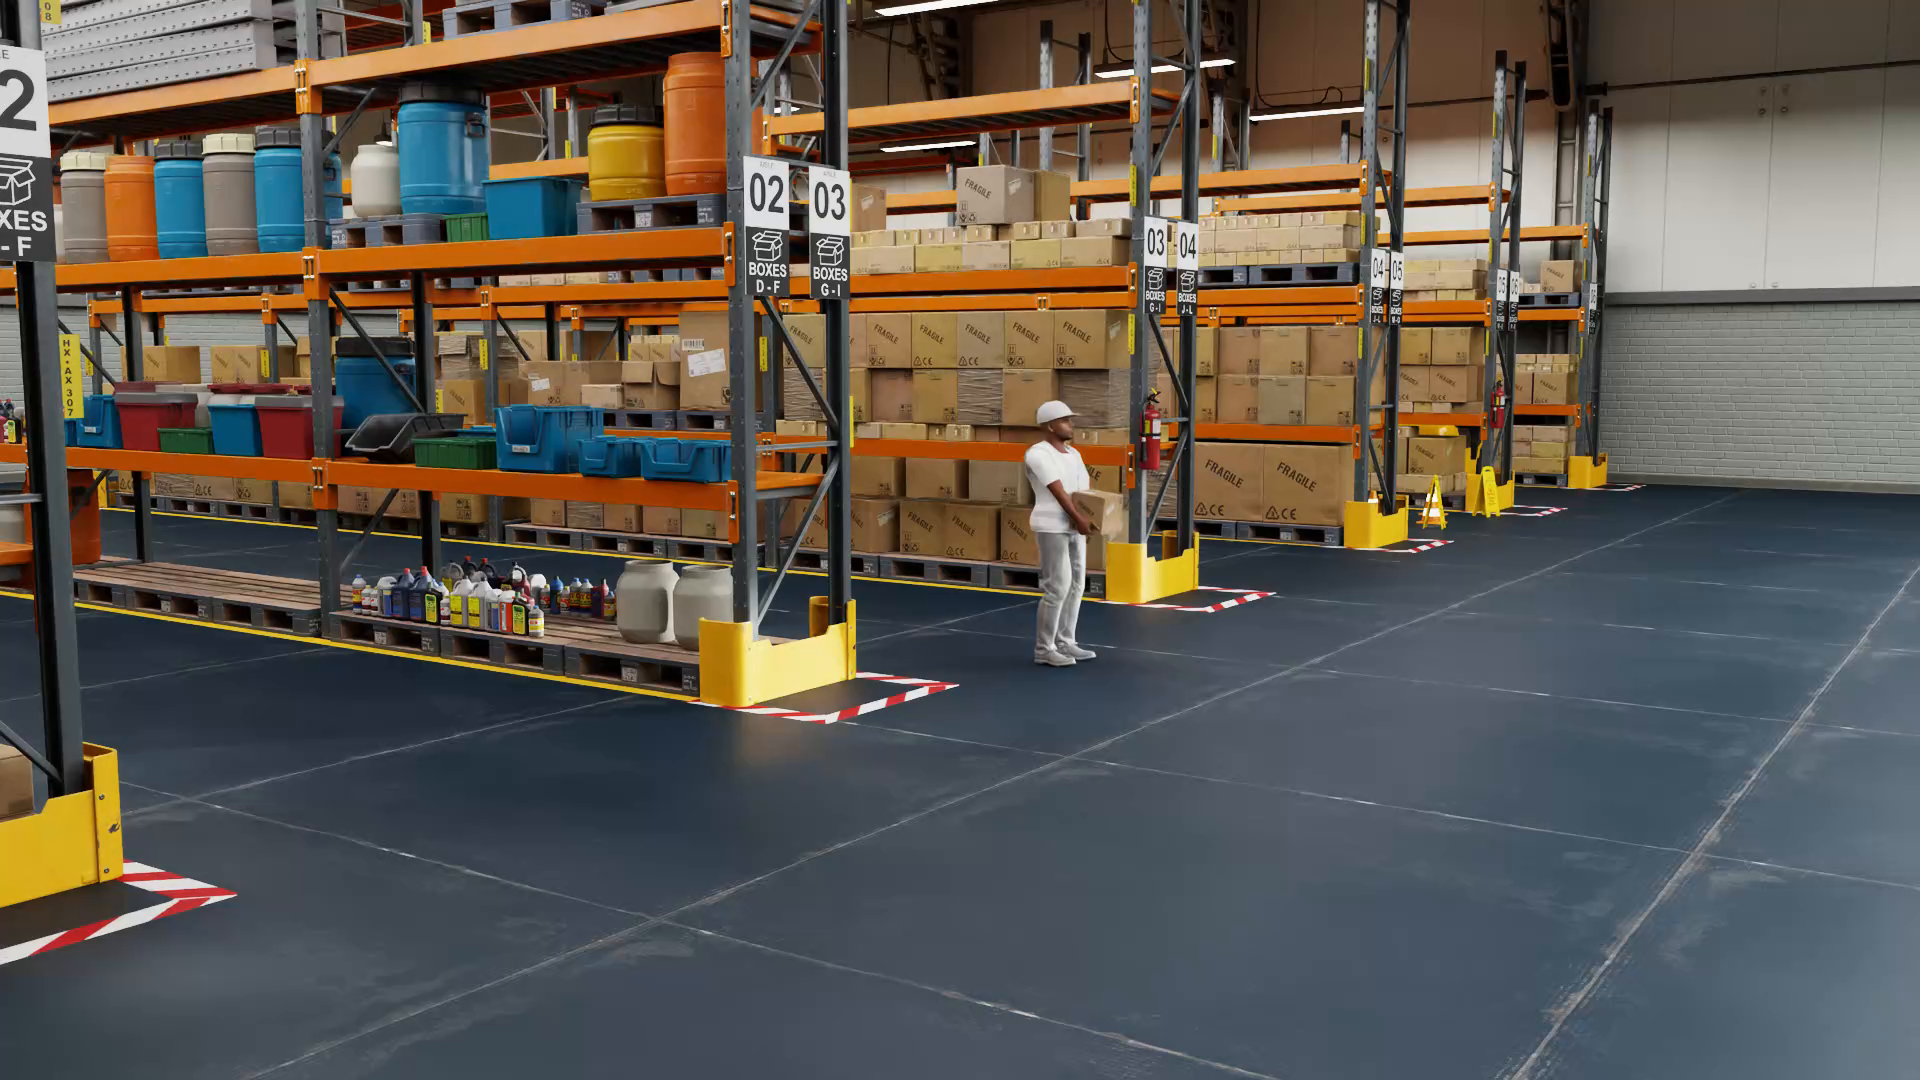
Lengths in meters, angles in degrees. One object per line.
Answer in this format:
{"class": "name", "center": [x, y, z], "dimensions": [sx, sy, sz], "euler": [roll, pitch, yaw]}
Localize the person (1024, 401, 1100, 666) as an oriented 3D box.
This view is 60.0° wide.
{"class": "person", "center": [0.756, -0.047, 11.138], "dimensions": [0.577, 1.758, 0.503], "euler": [4, 8, 34]}
